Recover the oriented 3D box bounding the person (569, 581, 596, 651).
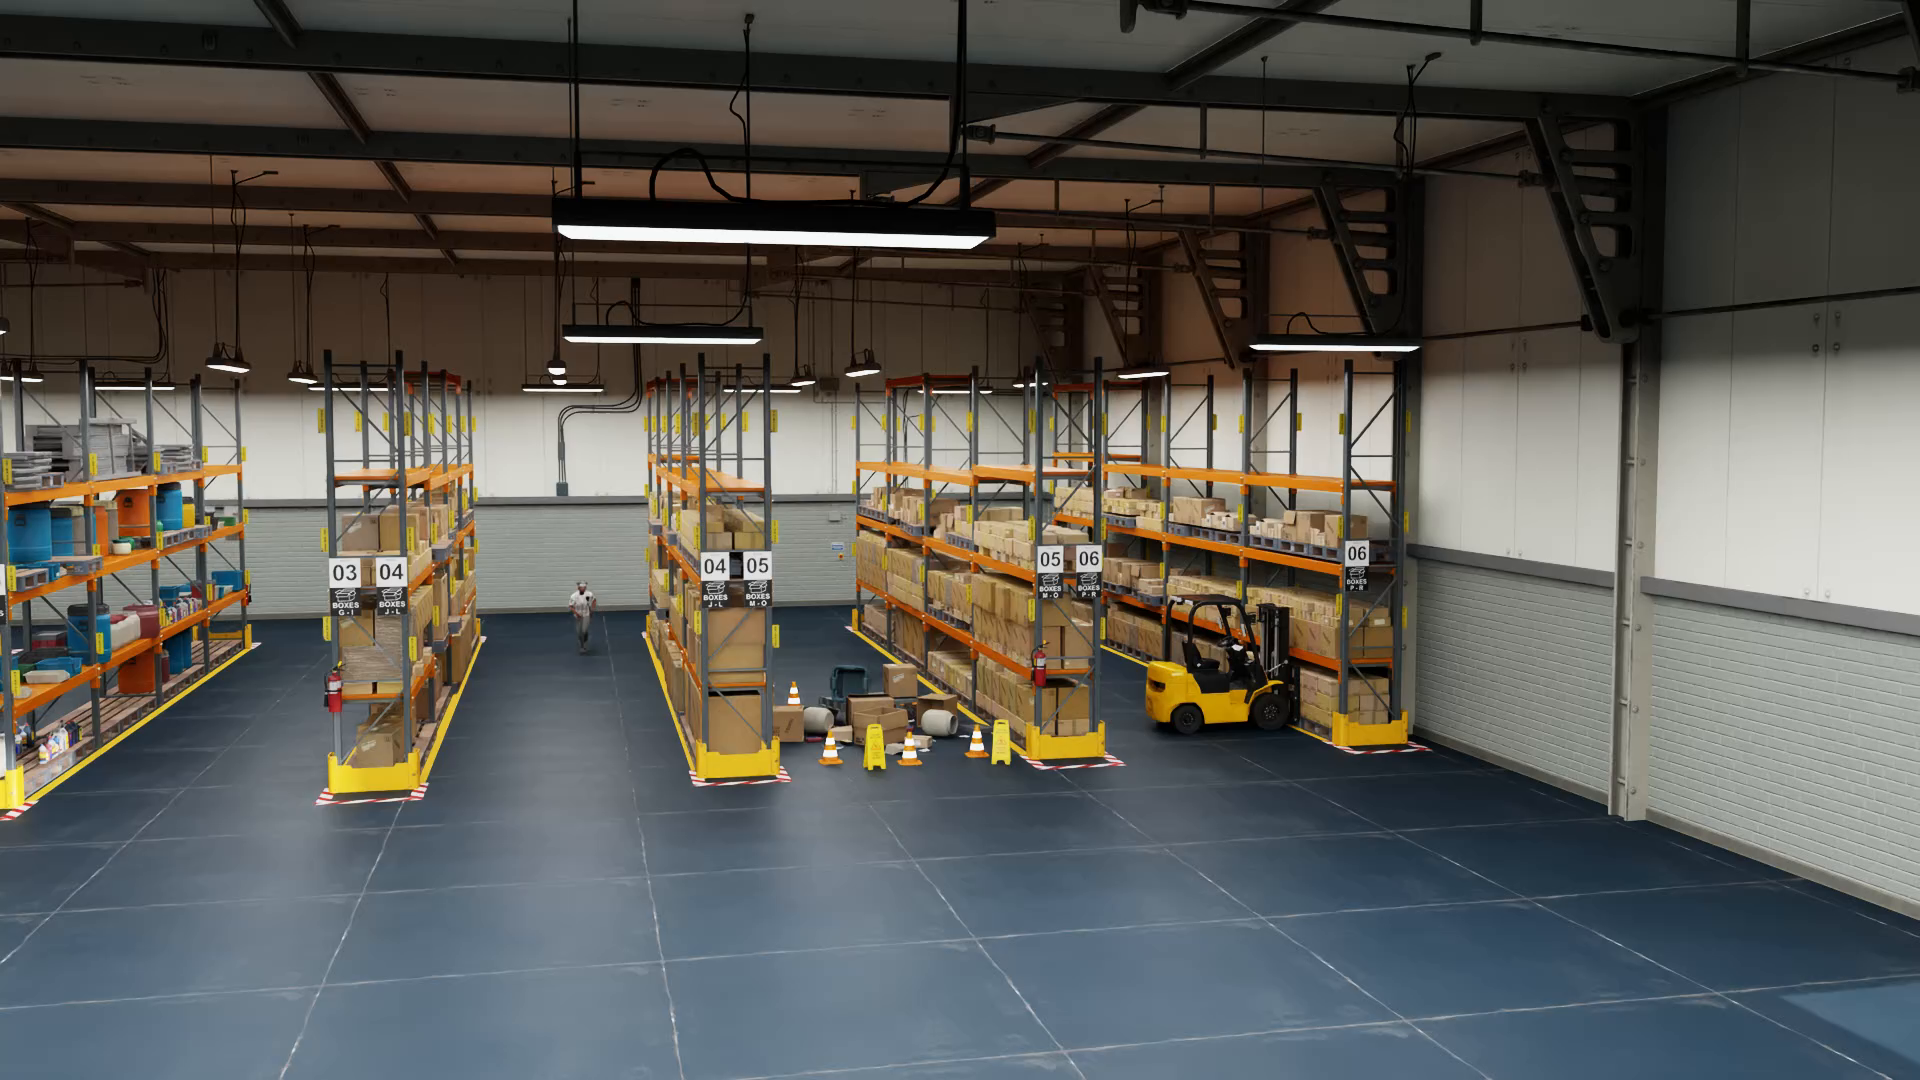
[{"bbox_3d":[-8.270,1.672,36.455,0.546,1.598,0.737,0,4,-4],"label":"person"}]
